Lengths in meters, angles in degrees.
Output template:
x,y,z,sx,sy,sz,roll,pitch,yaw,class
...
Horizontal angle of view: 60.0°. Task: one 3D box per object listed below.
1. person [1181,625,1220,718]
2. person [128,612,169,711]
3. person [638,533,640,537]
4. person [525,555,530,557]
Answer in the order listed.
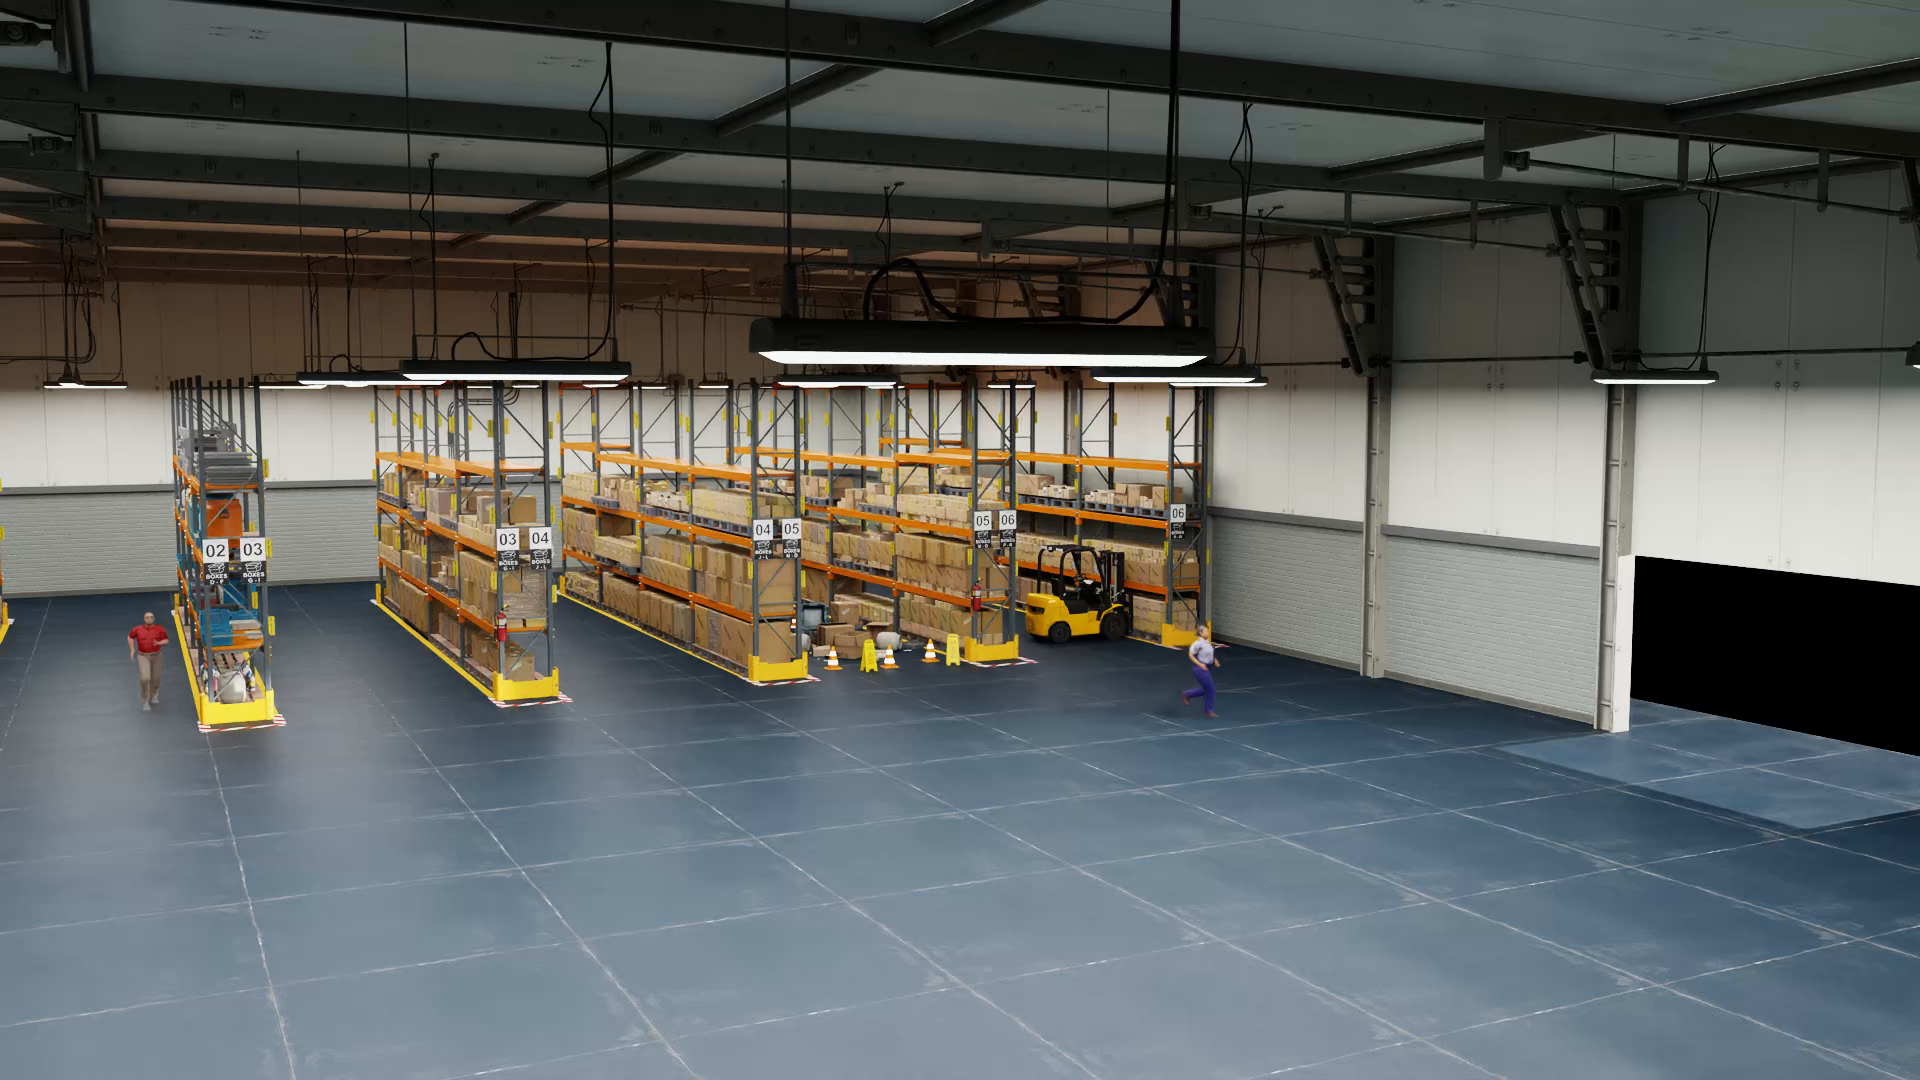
x,y,z,sx,sy,sz,roll,pitch,yaw,class
4.247,2.320,29.400,0.745,1.631,0.607,2,6,25,person
-14.667,2.196,30.117,0.633,1.800,0.770,-3,6,-34,person
-9.463,0.556,49.637,0.708,1.563,0.545,-3,6,-29,person
-11.903,0.846,45.625,0.622,1.633,0.491,-2,5,-18,person
